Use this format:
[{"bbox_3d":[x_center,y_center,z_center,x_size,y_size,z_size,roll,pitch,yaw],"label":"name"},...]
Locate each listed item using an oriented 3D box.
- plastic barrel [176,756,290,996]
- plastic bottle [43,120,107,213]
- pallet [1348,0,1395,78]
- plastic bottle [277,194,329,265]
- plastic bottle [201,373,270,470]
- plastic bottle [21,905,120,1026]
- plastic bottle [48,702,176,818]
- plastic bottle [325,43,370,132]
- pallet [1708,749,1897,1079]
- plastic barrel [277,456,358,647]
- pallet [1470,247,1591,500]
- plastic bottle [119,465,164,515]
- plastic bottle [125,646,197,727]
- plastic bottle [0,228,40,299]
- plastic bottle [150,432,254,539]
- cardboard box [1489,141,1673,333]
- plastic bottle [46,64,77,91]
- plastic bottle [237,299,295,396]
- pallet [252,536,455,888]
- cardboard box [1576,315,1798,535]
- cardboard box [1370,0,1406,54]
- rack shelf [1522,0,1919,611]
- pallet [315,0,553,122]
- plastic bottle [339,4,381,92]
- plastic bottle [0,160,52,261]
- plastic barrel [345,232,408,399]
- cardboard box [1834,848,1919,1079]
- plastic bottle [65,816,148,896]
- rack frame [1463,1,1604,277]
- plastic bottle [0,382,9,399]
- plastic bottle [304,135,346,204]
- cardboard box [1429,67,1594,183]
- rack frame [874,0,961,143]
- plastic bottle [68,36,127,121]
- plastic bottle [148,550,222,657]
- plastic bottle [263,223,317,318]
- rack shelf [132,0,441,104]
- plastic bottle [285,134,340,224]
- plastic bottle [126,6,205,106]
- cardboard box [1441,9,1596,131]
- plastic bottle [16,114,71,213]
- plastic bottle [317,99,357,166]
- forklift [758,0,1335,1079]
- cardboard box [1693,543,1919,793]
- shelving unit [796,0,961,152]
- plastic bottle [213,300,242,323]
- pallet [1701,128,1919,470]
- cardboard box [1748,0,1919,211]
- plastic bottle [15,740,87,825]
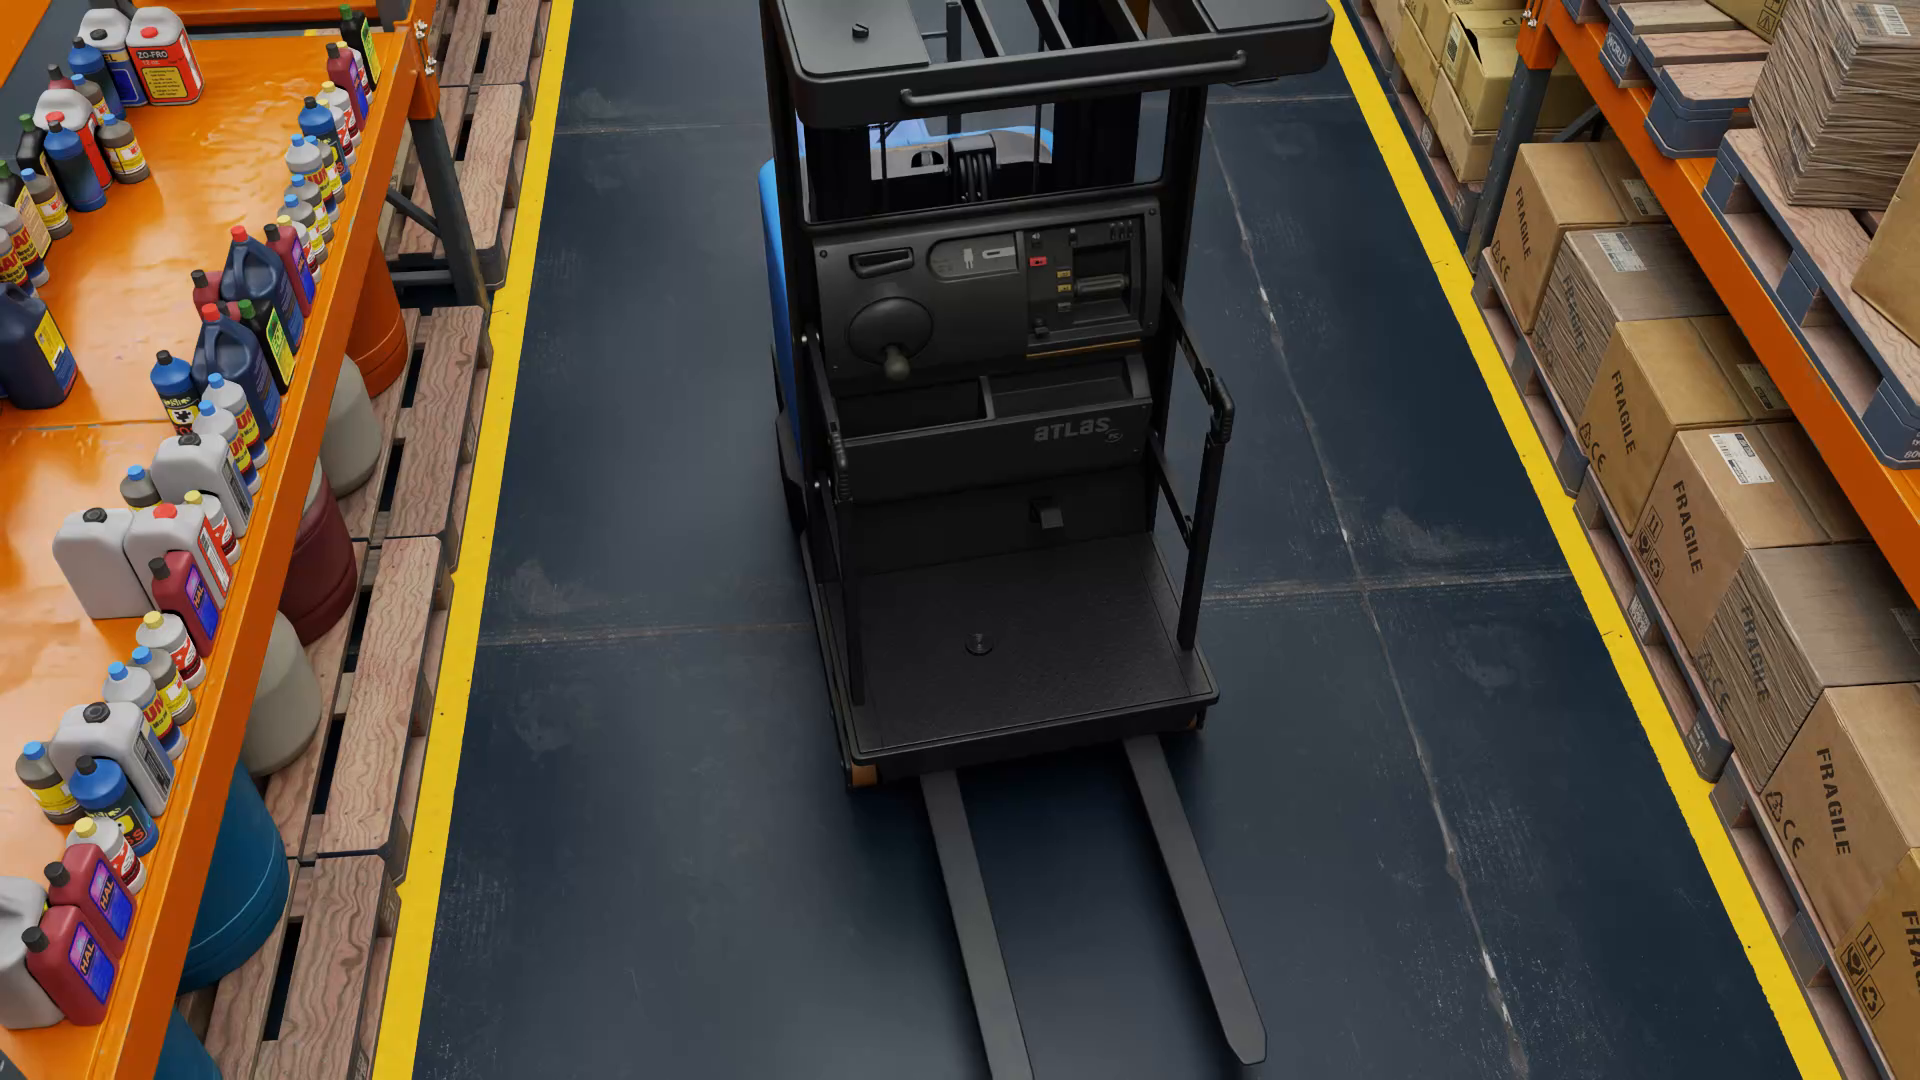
[{"bbox_3d":[-2.113,0.684,4.193,0.600,0.901,0.708,-3,47,-3],"label":"plastic barrel"},{"bbox_3d":[-2.565,-1.087,4.802,0.097,0.271,0.097,0,47,0],"label":"plastic bottle"},{"bbox_3d":[2.447,-2.699,8.160,1.003,0.211,1.213,-3,47,-3],"label":"pallet"},{"bbox_3d":[-1.842,-0.871,4.646,0.097,0.201,0.097,0,47,0],"label":"plastic bottle"},{"bbox_3d":[-1.772,-0.294,4.051,0.097,0.271,0.097,0,47,0],"label":"plastic bottle"},{"bbox_3d":[-1.631,0.762,3.042,0.061,0.283,0.133,-3,47,-3],"label":"plastic bottle"},{"bbox_3d":[-1.715,0.433,3.359,0.152,0.276,0.135,-3,47,-3],"label":"plastic bottle"},{"bbox_3d":[-1.882,-1.407,5.097,0.061,0.283,0.133,-3,47,-3],"label":"plastic bottle"},{"bbox_3d":[2.805,1.088,4.574,1.003,0.211,1.213,-3,47,-3],"label":"pallet"},{"bbox_3d":[-2.208,-0.026,5.080,0.600,0.588,0.708,-3,47,-3],"label":"plastic barrel"},{"bbox_3d":[2.601,-0.678,6.246,1.003,0.211,1.213,-3,47,-3],"label":"pallet"},{"bbox_3d":[-1.904,-0.093,3.909,0.097,0.201,0.097,0,47,0],"label":"plastic bottle"},{"bbox_3d":[-1.706,0.303,3.534,0.097,0.201,0.097,0,47,0],"label":"plastic bottle"},{"bbox_3d":[-2.587,-0.749,4.482,0.097,0.271,0.097,0,47,0],"label":"plastic bottle"},{"bbox_3d":[-1.782,-0.140,3.902,0.152,0.276,0.135,-3,47,-3],"label":"plastic bottle"},{"bbox_3d":[2.329,-1.124,6.167,0.500,0.500,0.500,-2,47,-2],"label":"cardboard box"},{"bbox_3d":[-2.664,-1.267,4.964,0.061,0.283,0.133,-3,47,-3],"label":"plastic bottle"},{"bbox_3d":[-1.779,-0.516,4.254,0.061,0.283,0.133,-3,47,-3],"label":"plastic bottle"},{"bbox_3d":[-2.154,0.527,5.106,1.003,0.211,1.213,-3,47,-3],"label":"pallet"},{"bbox_3d":[2.416,-0.382,5.465,0.500,0.500,0.500,-4,47,-4],"label":"cardboard box"},{"bbox_3d":[2.203,-2.480,7.638,0.500,0.250,0.500,-3,47,-2],"label":"cardboard box"},{"bbox_3d":[2.743,-0.484,4.638,1.077,0.370,4.000,-3,47,-3],"label":"rack shelf"},{"bbox_3d":[-2.486,-2.365,7.845,1.003,0.211,1.213,-3,47,-3],"label":"pallet"},{"bbox_3d":[-1.901,-1.574,5.255,0.061,0.283,0.133,-3,47,-3],"label":"plastic bottle"},{"bbox_3d":[-2.623,-0.906,4.623,0.061,0.283,0.133,-3,47,-3],"label":"plastic bottle"},{"bbox_3d":[-2.303,-0.926,5.766,0.600,0.830,0.708,-3,47,-3],"label":"plastic barrel"},{"bbox_3d":[2.584,1.084,4.076,0.500,0.500,0.500,-4,47,-4],"label":"cardboard box"},{"bbox_3d":[-1.670,0.612,3.242,0.097,0.201,0.097,0,47,0],"label":"plastic bottle"},{"bbox_3d":[2.576,-2.179,5.748,1.000,3.000,0.127,-3,47,-3],"label":"rack frame"},{"bbox_3d":[-2.530,-0.502,4.245,0.152,0.276,0.135,-3,47,-3],"label":"plastic bottle"},{"bbox_3d":[-1.866,-1.083,4.846,0.097,0.201,0.097,0,47,0],"label":"plastic bottle"},{"bbox_3d":[2.289,-1.744,6.940,0.500,0.250,0.500,-2,47,-2],"label":"cardboard box"},{"bbox_3d":[-0.245,-1.167,5.822,0.500,1.500,0.032,-9,47,-8],"label":"rack frame"},{"bbox_3d":[-2.664,-1.418,5.116,0.097,0.271,0.097,0,47,0],"label":"plastic bottle"},{"bbox_3d":[-1.706,0.120,3.651,0.061,0.283,0.133,-3,47,-3],"label":"plastic bottle"},{"bbox_3d":[-1.806,-0.747,4.472,0.061,0.283,0.133,-3,47,-3],"label":"plastic bottle"},{"bbox_3d":[-2.528,-3.080,7.097,1.077,0.370,4.000,-3,47,-3],"label":"rack shelf"},{"bbox_3d":[-1.858,-1.036,4.754,0.097,0.271,0.097,0,47,0],"label":"plastic bottle"},{"bbox_3d":[-2.495,-1.514,5.204,0.152,0.276,0.135,-3,47,-3],"label":"plastic bottle"},{"bbox_3d":[2.287,-1.935,6.735,0.500,0.311,0.500,-2,47,-2],"label":"cardboard box"},{"bbox_3d":[-2.642,-1.073,4.781,0.061,0.283,0.133,-3,47,-3],"label":"plastic bottle"},{"bbox_3d":[-1.883,-1.223,4.980,0.097,0.201,0.097,0,47,0],"label":"plastic bottle"},{"bbox_3d":[0.131,-0.564,4.265,1.130,2.935,3.031,-9,47,-8],"label":"forklift"},{"bbox_3d":[2.509,0.363,4.759,0.500,0.500,0.500,-3,47,-3],"label":"cardboard box"},{"bbox_3d":[-0.351,-1.527,6.164,0.538,1.500,1.048,-9,47,-8],"label":"shelving unit"},{"bbox_3d":[-1.840,-0.513,4.250,0.061,0.283,0.133,-3,47,-3],"label":"plastic bottle"},{"bbox_3d":[2.743,-0.706,4.485,1.003,0.211,1.213,-3,47,-3],"label":"pallet"},{"bbox_3d":[2.627,-1.236,4.496,0.700,0.500,0.500,4,47,4],"label":"cardboard box"},{"bbox_3d":[-1.838,0.480,3.366,0.097,0.201,0.097,0,47,0],"label":"plastic bottle"}]
